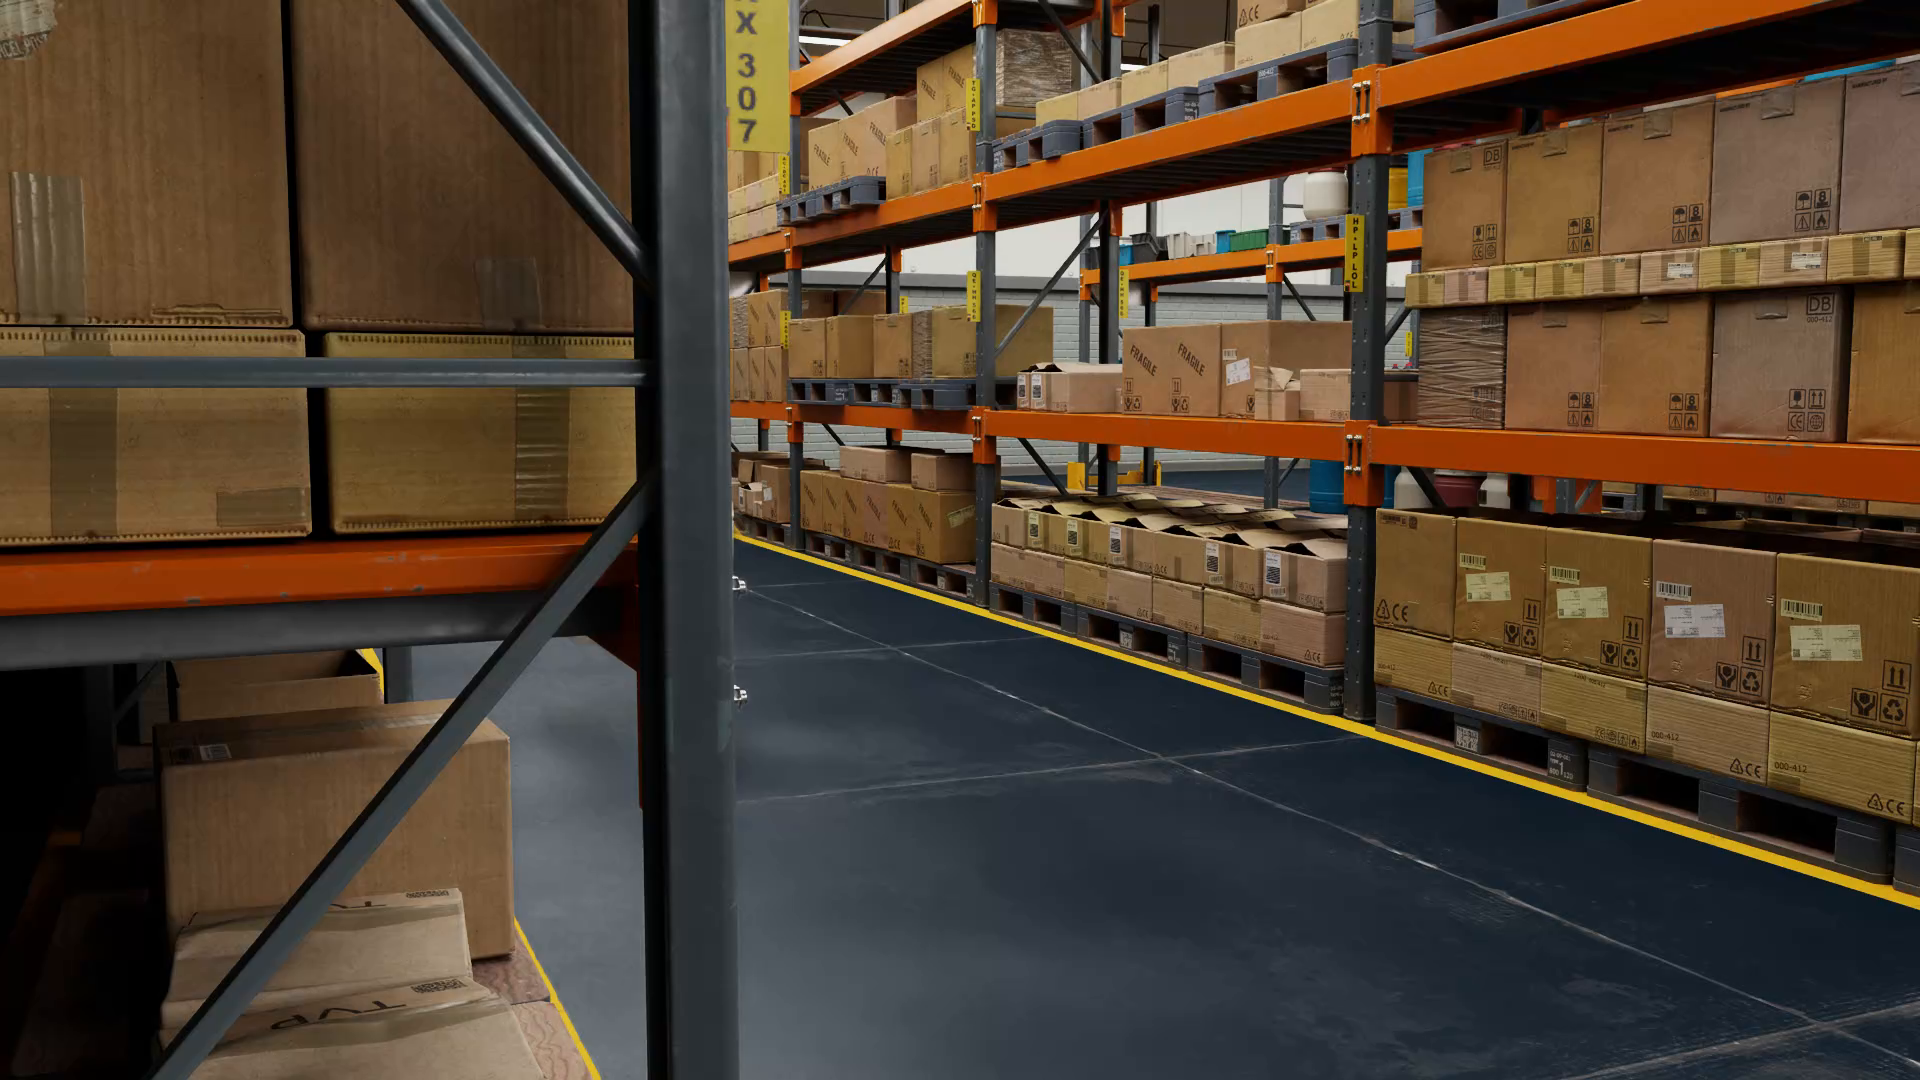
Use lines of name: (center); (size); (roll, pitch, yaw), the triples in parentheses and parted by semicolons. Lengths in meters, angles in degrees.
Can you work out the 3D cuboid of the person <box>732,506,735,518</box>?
person: (-1.282, -0.034, 7.393); (0.541, 1.653, 0.452); (-2, 6, -24)
